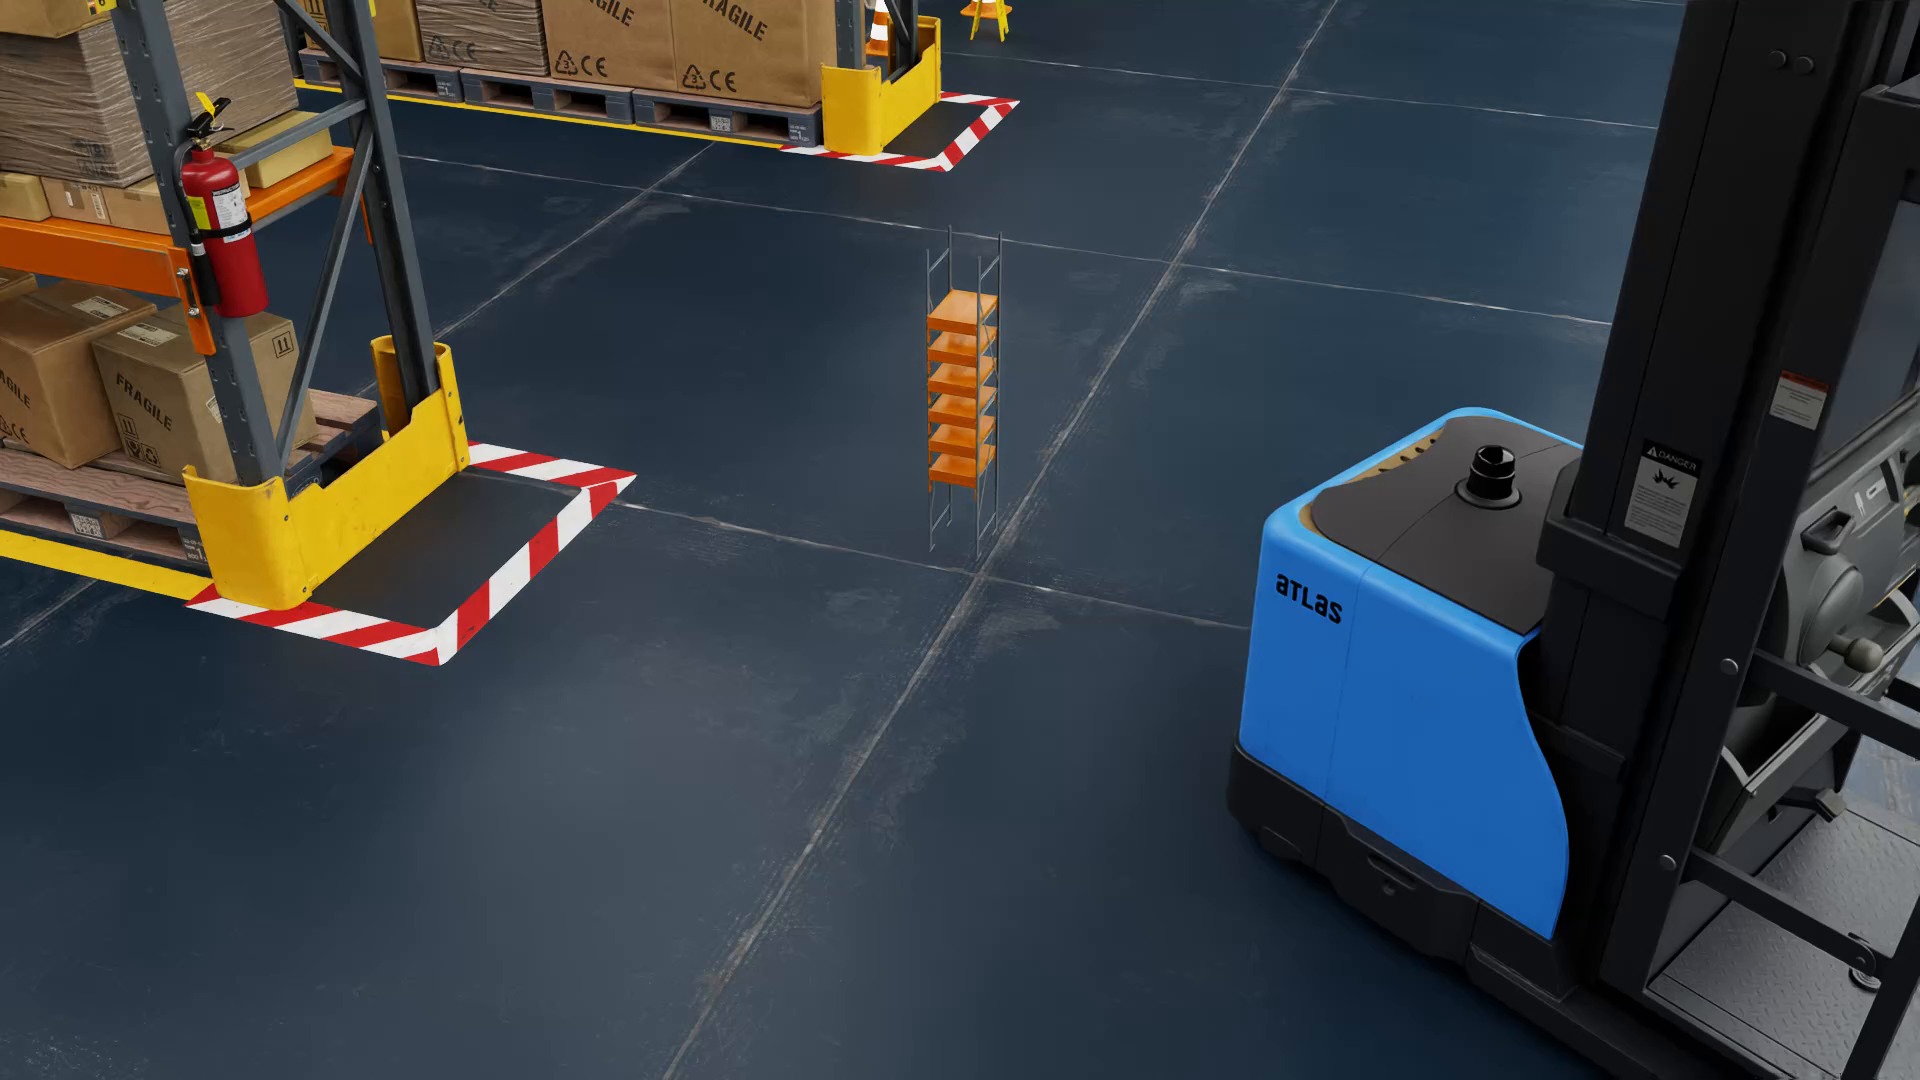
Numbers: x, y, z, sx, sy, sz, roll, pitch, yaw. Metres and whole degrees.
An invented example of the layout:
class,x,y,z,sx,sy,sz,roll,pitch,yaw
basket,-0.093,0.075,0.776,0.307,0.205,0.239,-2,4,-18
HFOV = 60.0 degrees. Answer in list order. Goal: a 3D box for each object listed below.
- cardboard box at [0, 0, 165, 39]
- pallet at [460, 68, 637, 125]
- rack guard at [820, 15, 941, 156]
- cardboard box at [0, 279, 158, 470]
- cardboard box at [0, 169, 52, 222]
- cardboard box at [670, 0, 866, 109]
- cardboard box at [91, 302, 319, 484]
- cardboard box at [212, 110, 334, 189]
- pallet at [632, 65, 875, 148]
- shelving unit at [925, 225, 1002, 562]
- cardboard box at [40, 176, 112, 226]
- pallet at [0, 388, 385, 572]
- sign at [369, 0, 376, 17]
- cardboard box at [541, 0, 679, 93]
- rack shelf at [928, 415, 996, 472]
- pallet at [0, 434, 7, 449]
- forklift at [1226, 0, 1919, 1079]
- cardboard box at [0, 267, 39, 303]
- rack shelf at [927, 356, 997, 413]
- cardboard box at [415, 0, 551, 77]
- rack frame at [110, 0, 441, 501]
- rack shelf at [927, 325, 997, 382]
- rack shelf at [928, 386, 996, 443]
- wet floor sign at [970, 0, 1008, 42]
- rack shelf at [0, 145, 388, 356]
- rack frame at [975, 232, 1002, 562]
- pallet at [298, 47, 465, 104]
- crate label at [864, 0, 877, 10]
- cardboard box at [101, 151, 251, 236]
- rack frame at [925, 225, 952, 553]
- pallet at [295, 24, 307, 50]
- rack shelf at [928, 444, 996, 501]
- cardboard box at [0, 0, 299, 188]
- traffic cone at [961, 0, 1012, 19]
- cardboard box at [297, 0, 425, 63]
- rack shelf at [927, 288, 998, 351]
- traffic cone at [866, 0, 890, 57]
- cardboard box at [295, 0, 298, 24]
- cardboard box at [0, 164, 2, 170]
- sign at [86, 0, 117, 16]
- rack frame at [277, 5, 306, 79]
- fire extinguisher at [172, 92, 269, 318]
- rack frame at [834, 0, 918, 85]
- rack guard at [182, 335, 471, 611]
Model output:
class,x,y,z,sx,sy,sz,roll,pitch,yaw
cardboard box,-2.855,-1.878,5.105,0.500,0.500,0.500,11,34,16
pallet,-2.409,-2.990,10.686,1.213,0.211,1.003,11,34,16
rack guard,-0.463,-2.776,10.089,0.348,0.500,1.175,11,34,16
cardboard box,-3.411,-0.658,6.421,0.500,0.500,0.500,21,38,29
cardboard box,-3.080,-1.223,5.611,0.250,0.149,0.380,11,34,16
cardboard box,-1.146,-3.205,10.020,0.875,0.875,0.875,11,35,17
cardboard box,-2.836,-0.566,6.278,0.500,0.500,0.500,18,37,25
cardboard box,-2.442,-1.385,5.861,0.250,0.149,0.380,11,34,16
pallet,-1.265,-2.766,10.339,1.213,0.211,1.003,11,34,16
shelving unit,0.014,-0.501,5.920,0.189,1.200,0.258,11,34,16
cardboard box,-2.827,-1.204,5.581,0.250,0.149,0.380,11,34,16
pallet,-3.078,-0.326,6.560,1.213,0.211,1.003,11,34,16
sign,-2.071,-1.957,5.718,0.005,0.325,0.100,11,34,16
cardboard box,-1.975,-3.365,10.268,0.875,0.875,0.875,10,34,16
rack shelf,0.014,-0.363,6.010,0.180,0.103,0.258,11,34,16
pallet,-4.223,-0.550,6.907,1.213,0.211,1.003,11,34,16
forklift,2.148,0.022,3.513,1.130,2.935,3.031,-26,41,-34
cardboard box,-3.993,-0.782,6.613,0.500,0.500,0.500,14,35,21
rack shelf,0.014,-0.565,5.879,0.180,0.103,0.258,11,34,16
cardboard box,-2.833,-3.533,10.528,0.875,0.875,0.875,11,35,17
rack frame,-2.254,-1.317,5.524,0.127,3.000,1.000,11,34,16
rack shelf,0.014,-0.666,5.814,0.180,0.103,0.258,11,34,16
rack shelf,0.014,-0.464,5.945,0.180,0.103,0.258,11,34,16
wet floor sign,0.210,-3.847,11.614,0.232,0.644,0.267,5,33,8
rack shelf,-4.137,-1.380,6.286,4.000,0.370,1.077,11,34,16
rack frame,0.100,-0.485,5.895,0.006,1.200,0.240,11,34,16
pallet,-3.562,-3.212,11.031,1.213,0.211,1.003,11,34,16
crate label,-0.566,-4.077,12.439,0.298,0.136,0.250,-6,33,-9
cardboard box,-2.592,-1.158,5.510,0.250,0.149,0.380,11,34,16
rack frame,-0.073,-0.518,5.946,0.006,1.200,0.240,11,34,16
pallet,-5.003,-3.494,11.467,1.213,0.211,1.003,11,34,16
rack shelf,0.014,-0.262,6.075,0.180,0.103,0.258,11,34,16
cardboard box,-2.763,-1.598,5.594,0.500,0.500,0.875,11,34,16
traffic cone,0.195,-4.102,12.177,0.334,0.463,0.336,11,34,16
cardboard box,-3.683,-3.696,10.780,0.875,0.875,0.875,12,35,17
rack shelf,0.014,-0.767,5.749,0.180,0.103,0.258,11,34,16
traffic cone,-0.506,-3.587,11.380,0.334,0.463,0.336,11,34,16
cardboard box,-4.866,-3.862,11.153,0.750,0.750,1.050,11,34,16
cardboard box,-3.274,-1.629,5.640,0.500,0.500,0.875,11,34,16
sign,-2.460,-1.656,4.691,0.005,0.325,0.100,11,34,16
rack frame,-4.251,-4.563,10.552,0.127,3.000,1.000,11,34,16
fire extinguisher,-2.302,-1.028,5.148,0.183,0.674,0.296,11,34,16
rack frame,-0.486,-3.831,9.418,0.127,3.000,1.000,11,34,16
rack guard,-2.326,-0.280,6.223,0.348,0.500,1.175,11,34,16
